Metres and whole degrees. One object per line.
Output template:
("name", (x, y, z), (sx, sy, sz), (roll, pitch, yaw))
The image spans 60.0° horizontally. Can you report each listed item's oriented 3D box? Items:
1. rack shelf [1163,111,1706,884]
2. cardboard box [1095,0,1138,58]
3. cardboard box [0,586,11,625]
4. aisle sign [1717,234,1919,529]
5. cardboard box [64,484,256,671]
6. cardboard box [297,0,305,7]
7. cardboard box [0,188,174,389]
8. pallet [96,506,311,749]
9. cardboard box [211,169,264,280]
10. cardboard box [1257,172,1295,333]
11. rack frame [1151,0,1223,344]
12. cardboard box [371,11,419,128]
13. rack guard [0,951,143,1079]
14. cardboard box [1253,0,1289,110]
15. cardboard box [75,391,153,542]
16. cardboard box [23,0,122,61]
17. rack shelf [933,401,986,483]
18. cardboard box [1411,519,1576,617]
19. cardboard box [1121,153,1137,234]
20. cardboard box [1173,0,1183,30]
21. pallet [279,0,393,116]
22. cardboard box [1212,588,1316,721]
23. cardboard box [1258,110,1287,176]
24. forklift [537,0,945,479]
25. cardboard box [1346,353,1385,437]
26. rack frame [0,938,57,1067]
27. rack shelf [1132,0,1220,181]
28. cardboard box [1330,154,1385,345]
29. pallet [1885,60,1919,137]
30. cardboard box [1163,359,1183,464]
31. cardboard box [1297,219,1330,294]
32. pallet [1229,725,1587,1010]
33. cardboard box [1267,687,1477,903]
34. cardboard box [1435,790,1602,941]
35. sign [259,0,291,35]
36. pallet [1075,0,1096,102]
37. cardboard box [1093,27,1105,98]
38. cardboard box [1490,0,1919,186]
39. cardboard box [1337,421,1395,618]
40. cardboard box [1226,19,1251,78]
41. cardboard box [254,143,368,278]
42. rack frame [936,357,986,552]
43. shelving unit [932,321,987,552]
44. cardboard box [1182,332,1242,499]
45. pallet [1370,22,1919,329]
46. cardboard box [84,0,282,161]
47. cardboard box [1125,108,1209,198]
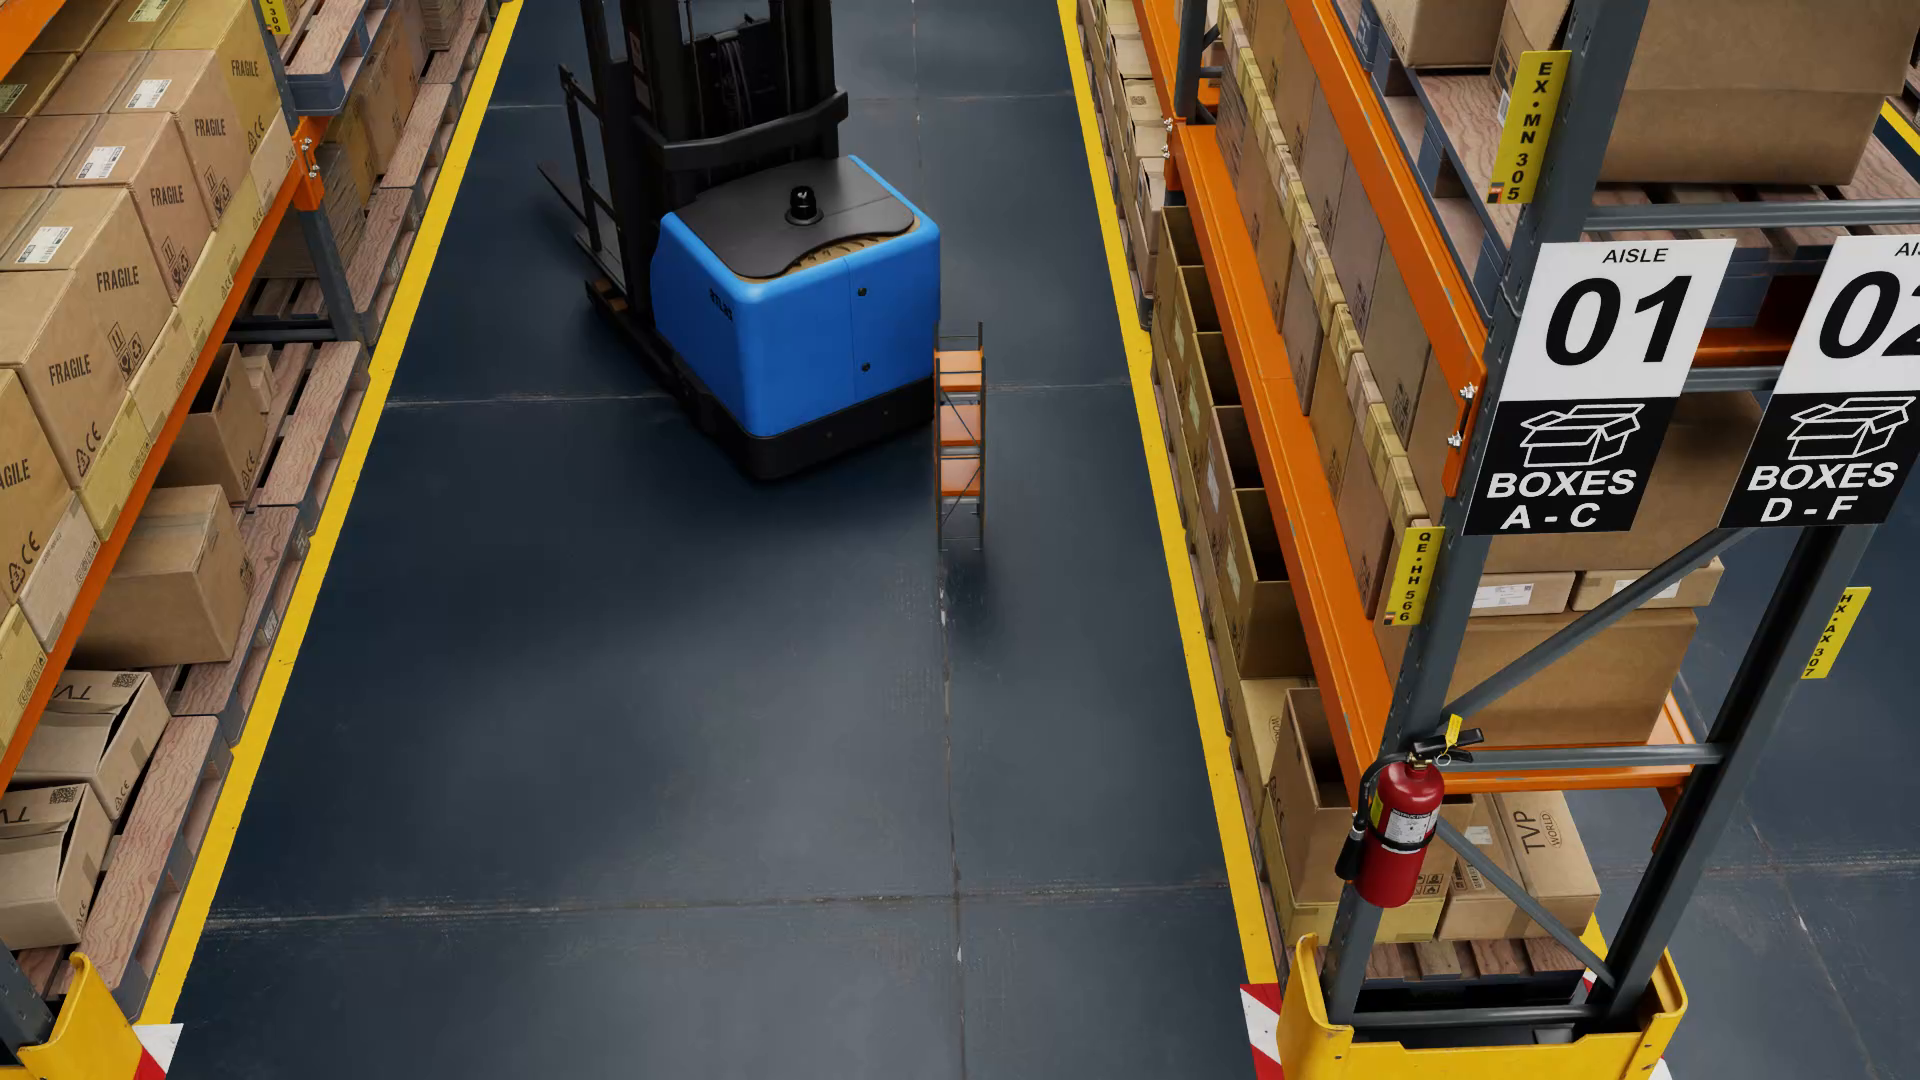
("rack shelf", (1.564, -0.486, 6.242), (1.077, 0.370, 4.000), (-2, 43, -2))
("cardboard box", (1.088, -3.089, 9.859), (0.500, 0.311, 0.500), (-3, 43, -3))
("cardboard box", (-3.020, 0.184, 4.520), (0.500, 0.500, 0.500), (-2, 43, -2))
("aisle sign", (1.958, -0.324, 3.609), (0.394, 0.787, 0.004), (-2, 43, -2))
("cardboard box", (-3.245, 0.152, 6.539), (0.700, 0.500, 0.500), (-4, 43, -4))
("cardboard box", (-3.474, -2.878, 7.920), (0.700, 0.500, 0.500), (2, 43, 3))
("cardboard box", (-3.080, -0.847, 5.645), (0.500, 0.500, 0.500), (0, 43, 0))
("pallet", (-3.351, 0.349, 6.862), (1.003, 0.211, 1.213), (-2, 43, -2))
("cardboard box", (-3.134, -1.261, 6.652), (0.500, 0.250, 0.500), (-1, 43, -2))
("cardboard box", (1.551, -1.144, 6.354), (0.700, 0.500, 0.500), (-1, 43, -1))
("rack frame", (1.479, -2.101, 7.472), (1.000, 3.000, 0.127), (-2, 43, -2))
("cardboard box", (-3.602, -2.727, 9.680), (0.700, 0.500, 0.500), (-2, 43, -2))
("rack guard", (-3.303, 1.614, 5.269), (1.175, 0.500, 0.348), (-2, 43, -2))
("cardboard box", (1.527, -1.976, 6.301), (0.700, 0.500, 0.500), (-2, 43, -2))
("cardboard box", (-3.055, -0.241, 5.539), (0.500, 0.250, 0.500), (-2, 43, -2))
("cardboard box", (-3.659, -1.862, 6.752), (0.500, 0.500, 0.500), (-3, 43, -3))
("rack shelf", (-0.002, -0.415, 7.091), (0.215, 0.259, 0.240), (-2, 43, -2))
("cardboard box", (1.442, 0.071, 4.549), (0.380, 0.149, 0.250), (-2, 43, -3))
("cardboard box", (1.152, -1.856, 8.928), (0.500, 0.250, 0.500), (-2, 43, -2))
("cardboard box", (1.258, -2.640, 8.160), (0.396, 0.266, 0.258), (-3, 43, -3))
("pallet", (-3.357, -2.406, 7.947), (1.003, 0.211, 1.213), (-2, 43, -2))
("cardboard box", (1.275, 0.430, 6.435), (0.500, 0.250, 0.500), (-2, 43, -2))
("cardboard box", (1.342, -1.501, 6.263), (0.380, 0.149, 0.250), (-3, 43, -3))
("forklift", (-1.293, -2.327, 7.769), (1.130, 2.935, 3.031), (-24, 48, -24))
("cardboard box", (1.411, -0.449, 5.115), (0.380, 0.149, 0.250), (-1, 43, -1))
("rack frame", (-3.297, 0.744, 4.369), (0.949, 2.616, 0.053), (-2, 43, -2))
("rack shelf", (1.394, -3.186, 9.188), (1.077, 0.370, 4.000), (-2, 43, -2))
("cardboard box", (1.590, -0.962, 5.196), (0.700, 0.500, 0.500), (-1, 43, -2))
("pallet", (6.301, -2.568, 10.045), (1.003, 0.211, 1.213), (-2, 43, -2))
("cardboard box", (1.212, -0.583, 7.540), (0.500, 0.250, 0.500), (-2, 43, -2))
("cardboard box", (1.374, -0.977, 5.691), (0.380, 0.149, 0.250), (-2, 43, -2))
("pallet", (1.575, 1.112, 6.030), (1.003, 0.211, 1.213), (-2, 43, -2))
("cardboard box", (1.329, 0.828, 5.446), (0.500, 0.500, 0.500), (-2, 43, -2))
("cardboard box", (1.849, 1.089, 5.715), (0.500, 0.250, 0.500), (-2, 43, -2))
("sign", (-2.928, -2.297, 7.045), (0.100, 0.325, 0.005), (-2, 43, -2))
("pallet", (1.305, -3.217, 10.753), (1.003, 0.211, 1.213), (-2, 43, -2))
("cardboard box", (1.088, -2.891, 10.058), (0.500, 0.250, 0.500), (-3, 43, -3))
("cardboard box", (1.629, -1.139, 3.712), (0.797, 0.503, 0.637), (1, 43, 1))
("cardboard box", (1.615, -0.108, 5.223), (0.700, 0.500, 0.500), (-1, 43, -1))
("cardboard box", (1.308, -2.021, 6.831), (0.380, 0.149, 0.250), (-1, 43, -1))
("cardboard box", (-3.518, -1.694, 8.552), (0.700, 0.500, 0.500), (0, 43, 0))
("rack frame", (0.003, -0.341, 6.994), (0.200, 1.050, 0.008), (-2, 43, -2))
("shelving unit", (-0.002, -0.423, 7.084), (0.215, 1.050, 0.252), (-2, 43, -2))
("cardboard box", (1.229, -0.522, 6.918), (0.500, 0.500, 0.500), (-2, 43, -2))
("pallet", (1.645, -0.952, 4.064), (1.003, 0.211, 1.213), (-2, 43, -2))
("cardboard box", (-3.141, -1.875, 6.766), (0.500, 0.500, 0.500), (-2, 43, -2))
("cardboard box", (1.147, -2.066, 8.742), (0.500, 0.311, 0.500), (-1, 43, -1))
